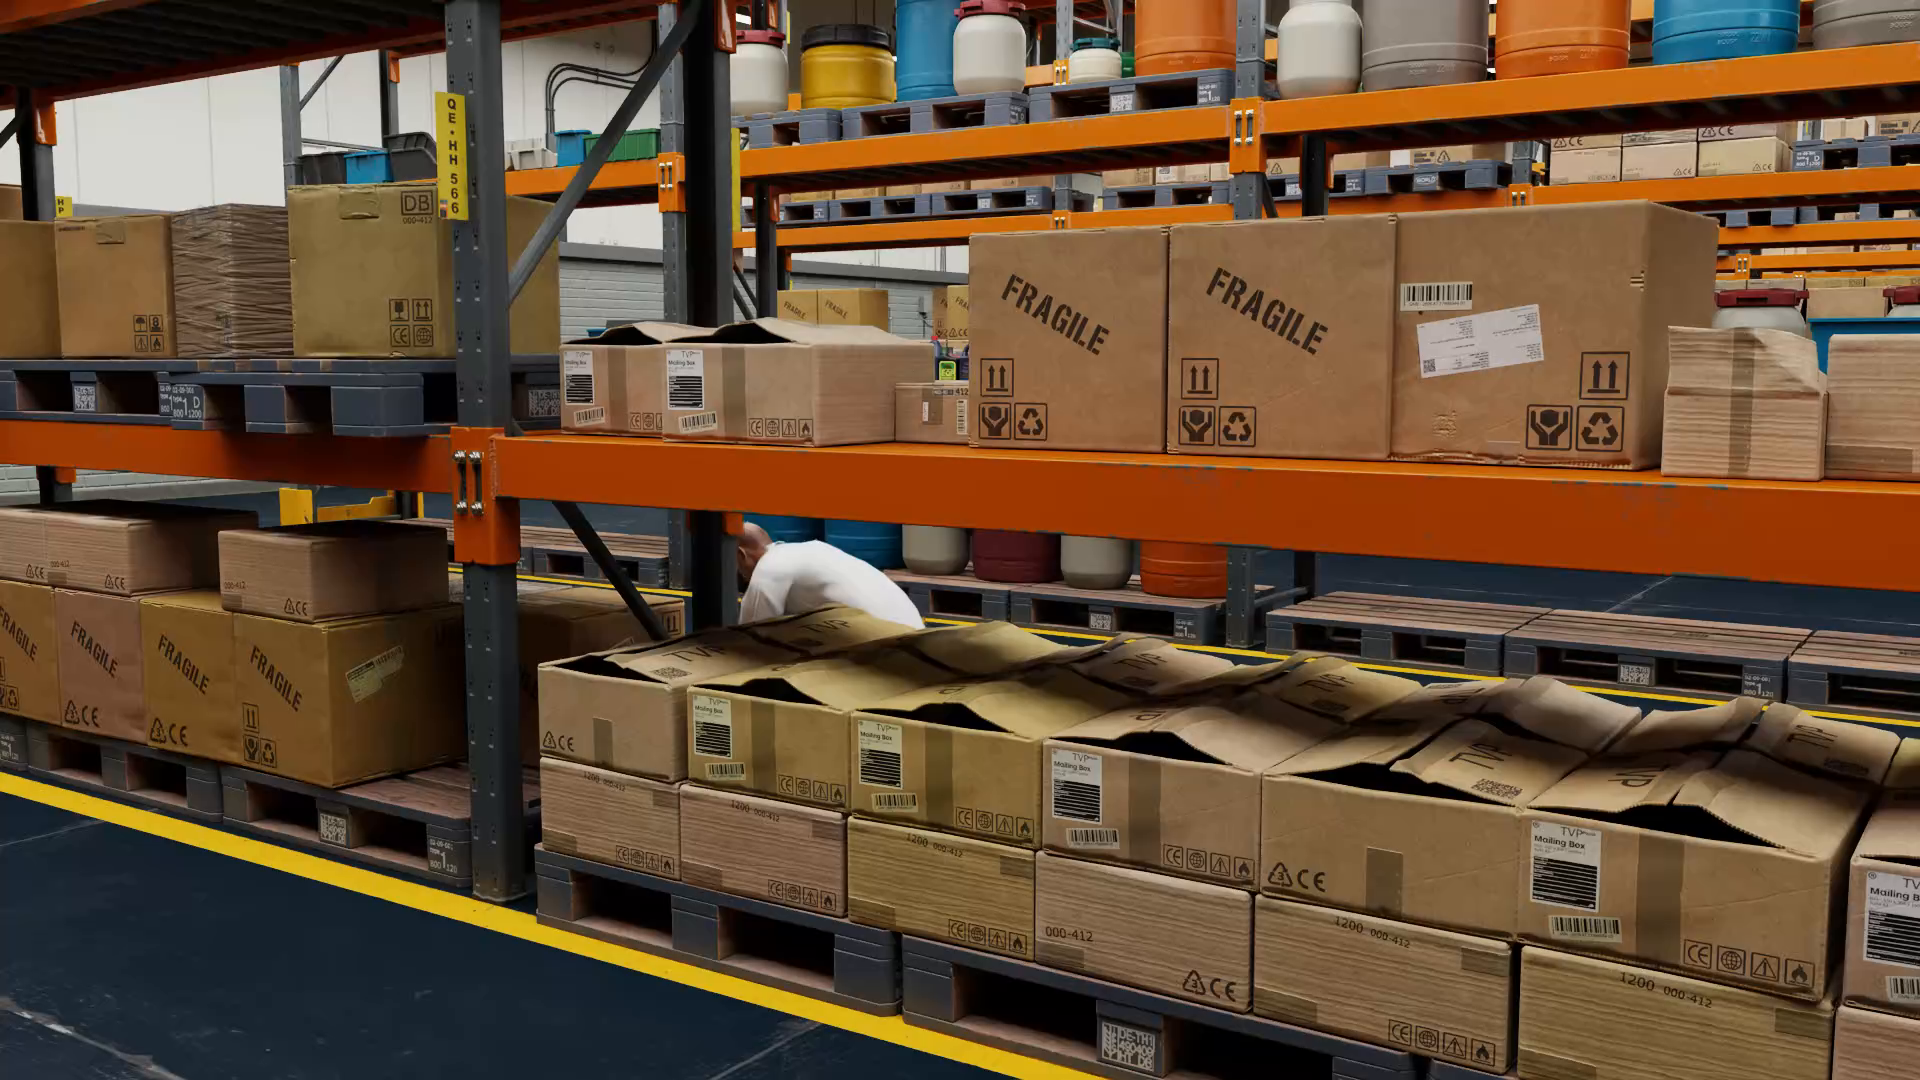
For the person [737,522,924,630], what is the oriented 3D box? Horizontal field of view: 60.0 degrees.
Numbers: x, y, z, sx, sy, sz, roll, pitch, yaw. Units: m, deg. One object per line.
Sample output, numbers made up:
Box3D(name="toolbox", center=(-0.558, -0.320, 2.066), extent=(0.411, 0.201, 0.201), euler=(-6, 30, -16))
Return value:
Box3D(name="person", center=(-0.554, 0.383, 6.515), extent=(0.905, 0.887, 0.594), euler=(4, 7, 34))
